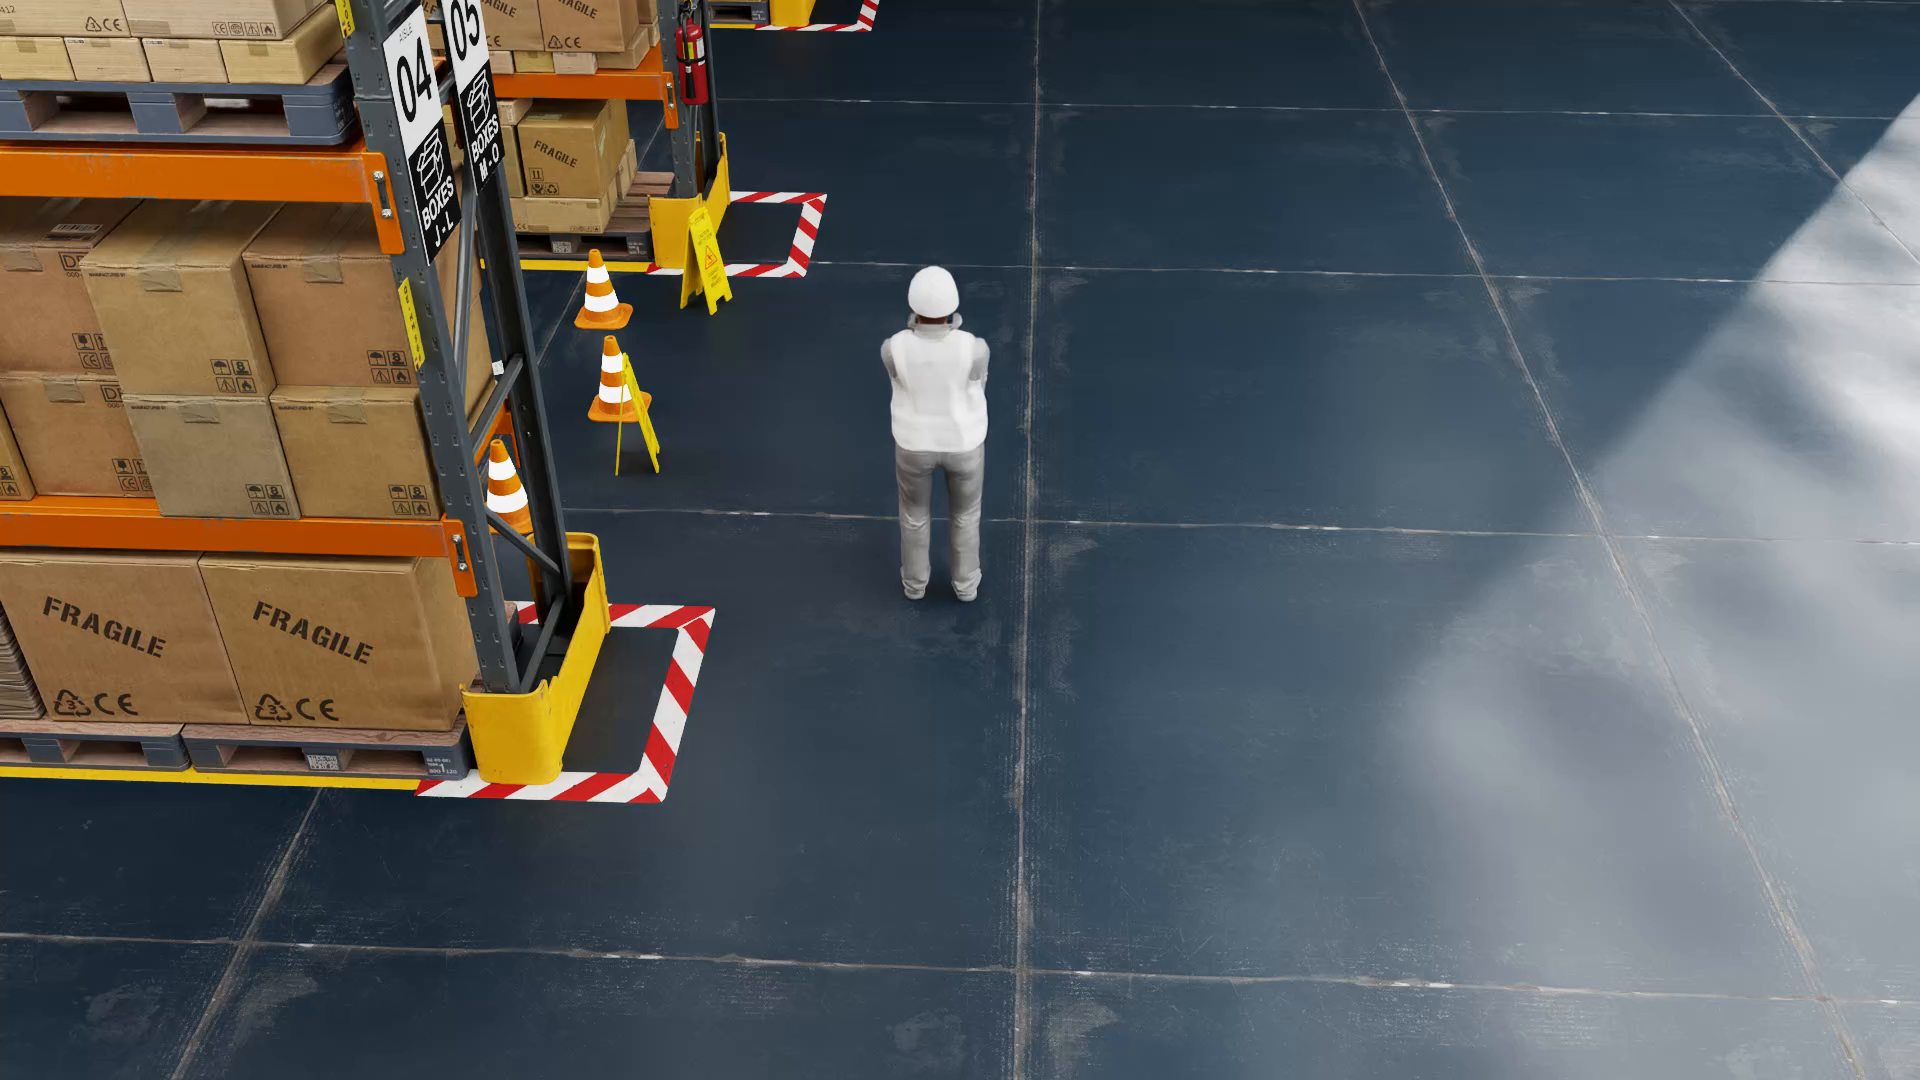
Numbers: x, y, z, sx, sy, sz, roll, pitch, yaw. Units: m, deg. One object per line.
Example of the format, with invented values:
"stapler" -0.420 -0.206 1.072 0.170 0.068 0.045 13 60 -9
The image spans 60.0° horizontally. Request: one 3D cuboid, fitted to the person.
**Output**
"person" -0.108 -0.534 7.849 0.495 1.770 0.555 2 35 2
